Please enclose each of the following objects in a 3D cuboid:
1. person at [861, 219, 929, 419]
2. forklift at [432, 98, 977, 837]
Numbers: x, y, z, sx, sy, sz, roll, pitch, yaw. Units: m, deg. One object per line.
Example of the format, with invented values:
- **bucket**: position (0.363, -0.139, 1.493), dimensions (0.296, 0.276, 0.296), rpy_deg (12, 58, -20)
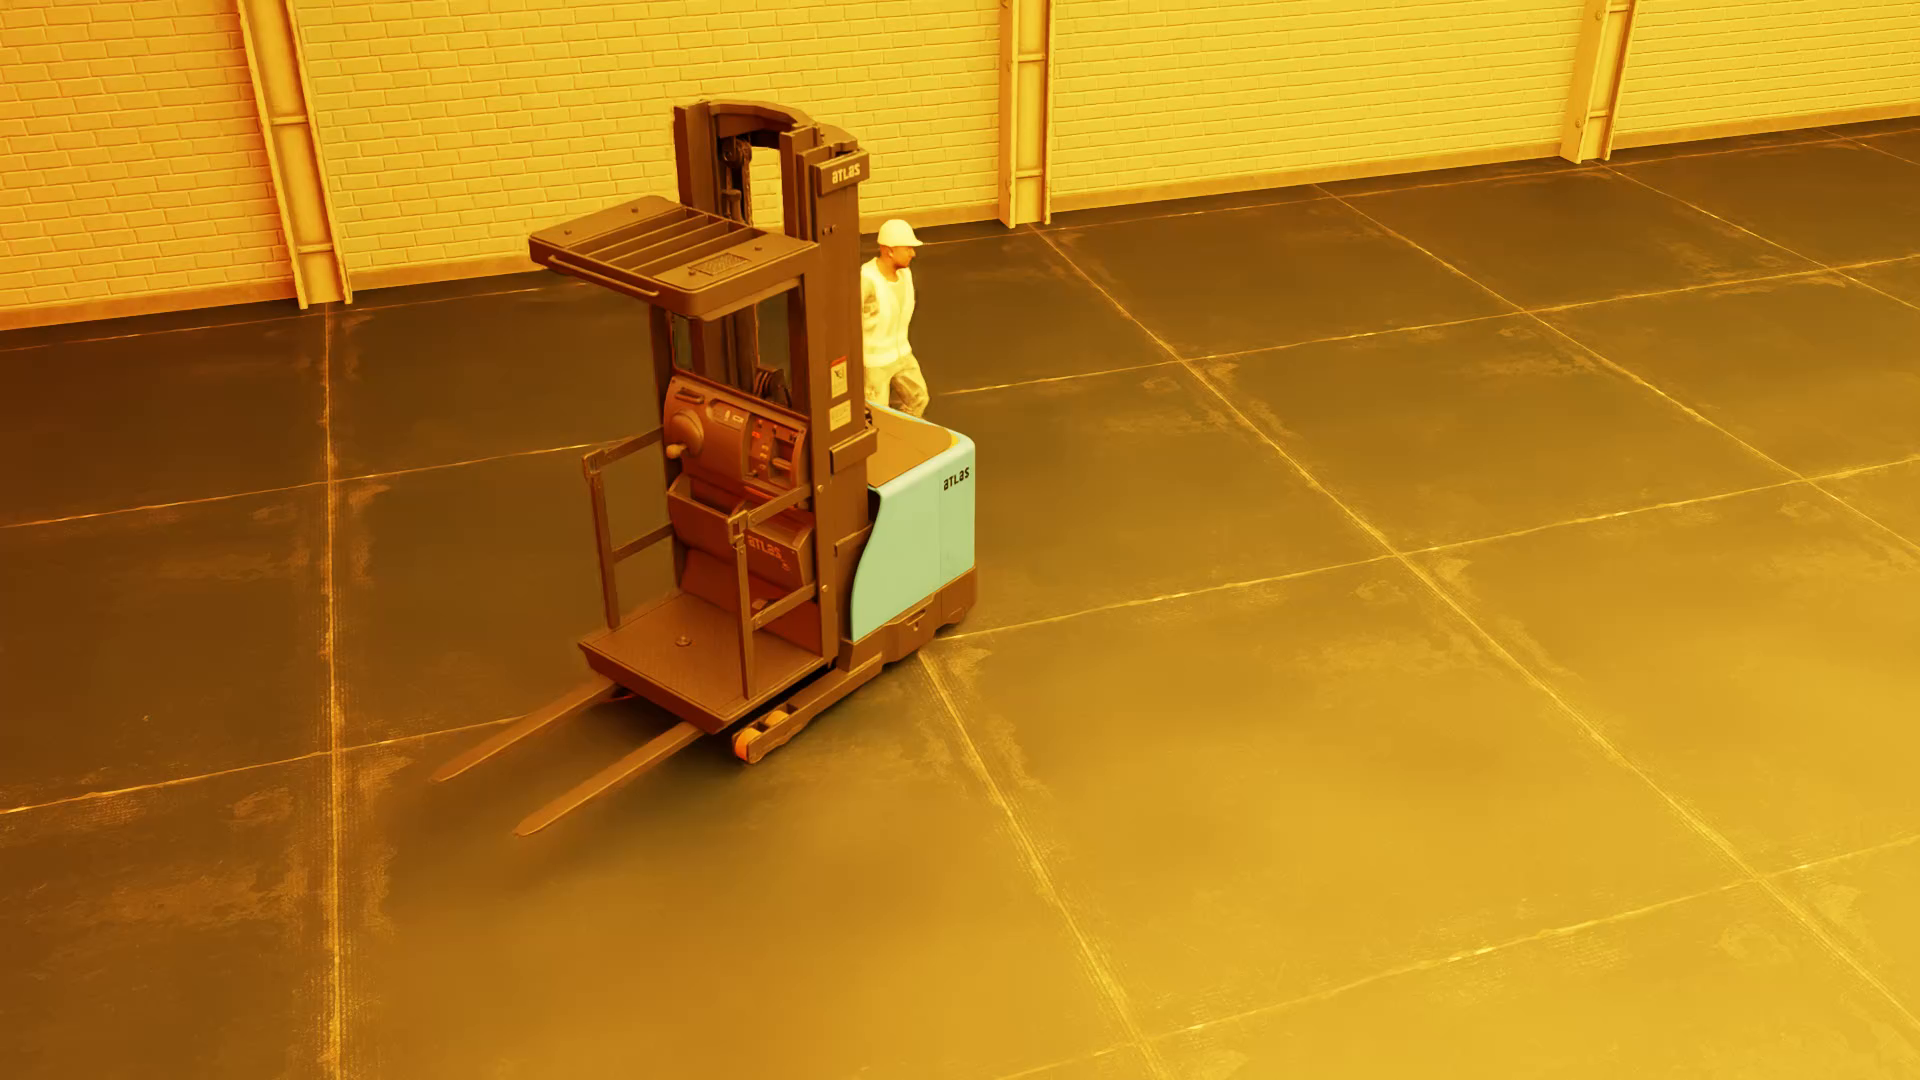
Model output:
- **person**: position (-0.500, -1.122, 10.276), dimensions (0.464, 1.747, 0.902), rpy_deg (19, 35, 30)
- **forklift**: position (-1.225, -0.462, 7.890), dimensions (1.130, 2.935, 3.031), rpy_deg (22, 37, 33)
